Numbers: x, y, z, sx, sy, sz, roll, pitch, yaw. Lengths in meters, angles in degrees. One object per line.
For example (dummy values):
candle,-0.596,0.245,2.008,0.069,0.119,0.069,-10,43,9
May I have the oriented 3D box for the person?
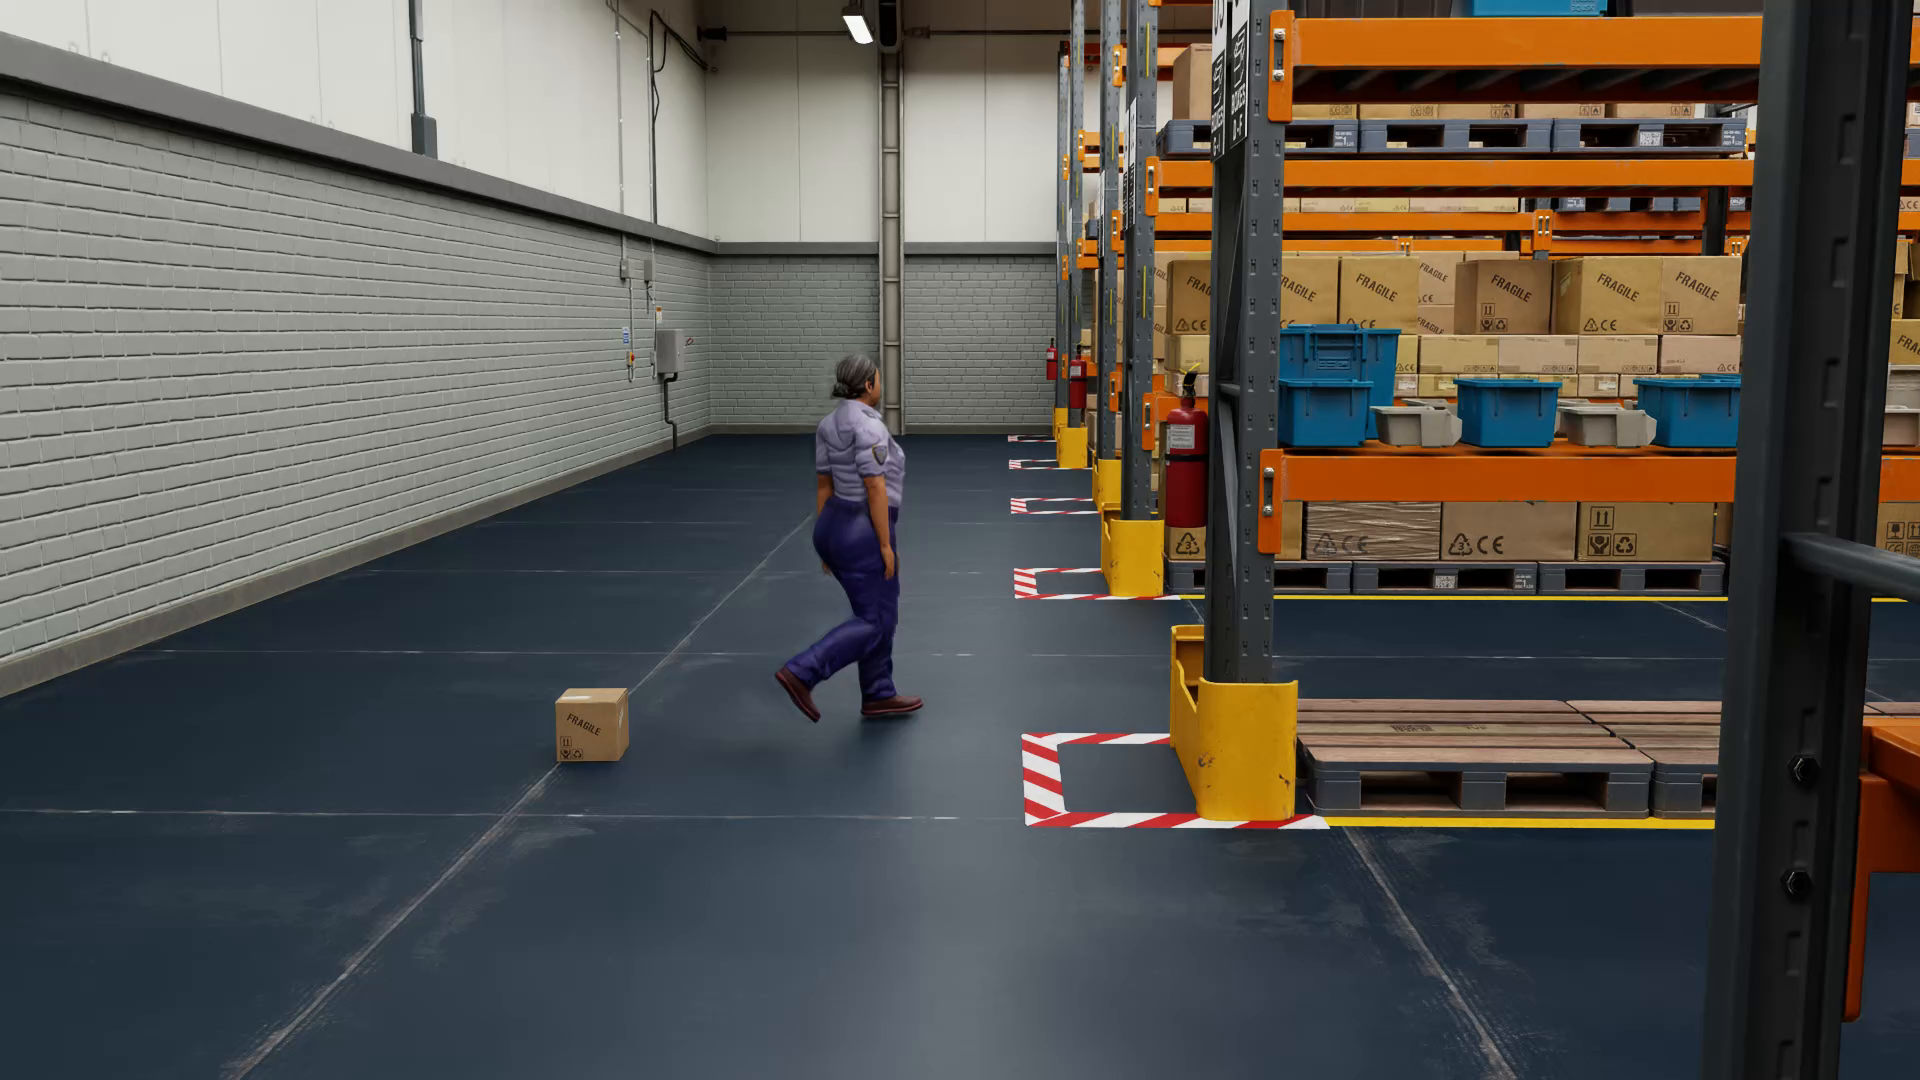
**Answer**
person,-0.491,0.000,7.246,0.807,1.615,0.473,-4,8,-30
